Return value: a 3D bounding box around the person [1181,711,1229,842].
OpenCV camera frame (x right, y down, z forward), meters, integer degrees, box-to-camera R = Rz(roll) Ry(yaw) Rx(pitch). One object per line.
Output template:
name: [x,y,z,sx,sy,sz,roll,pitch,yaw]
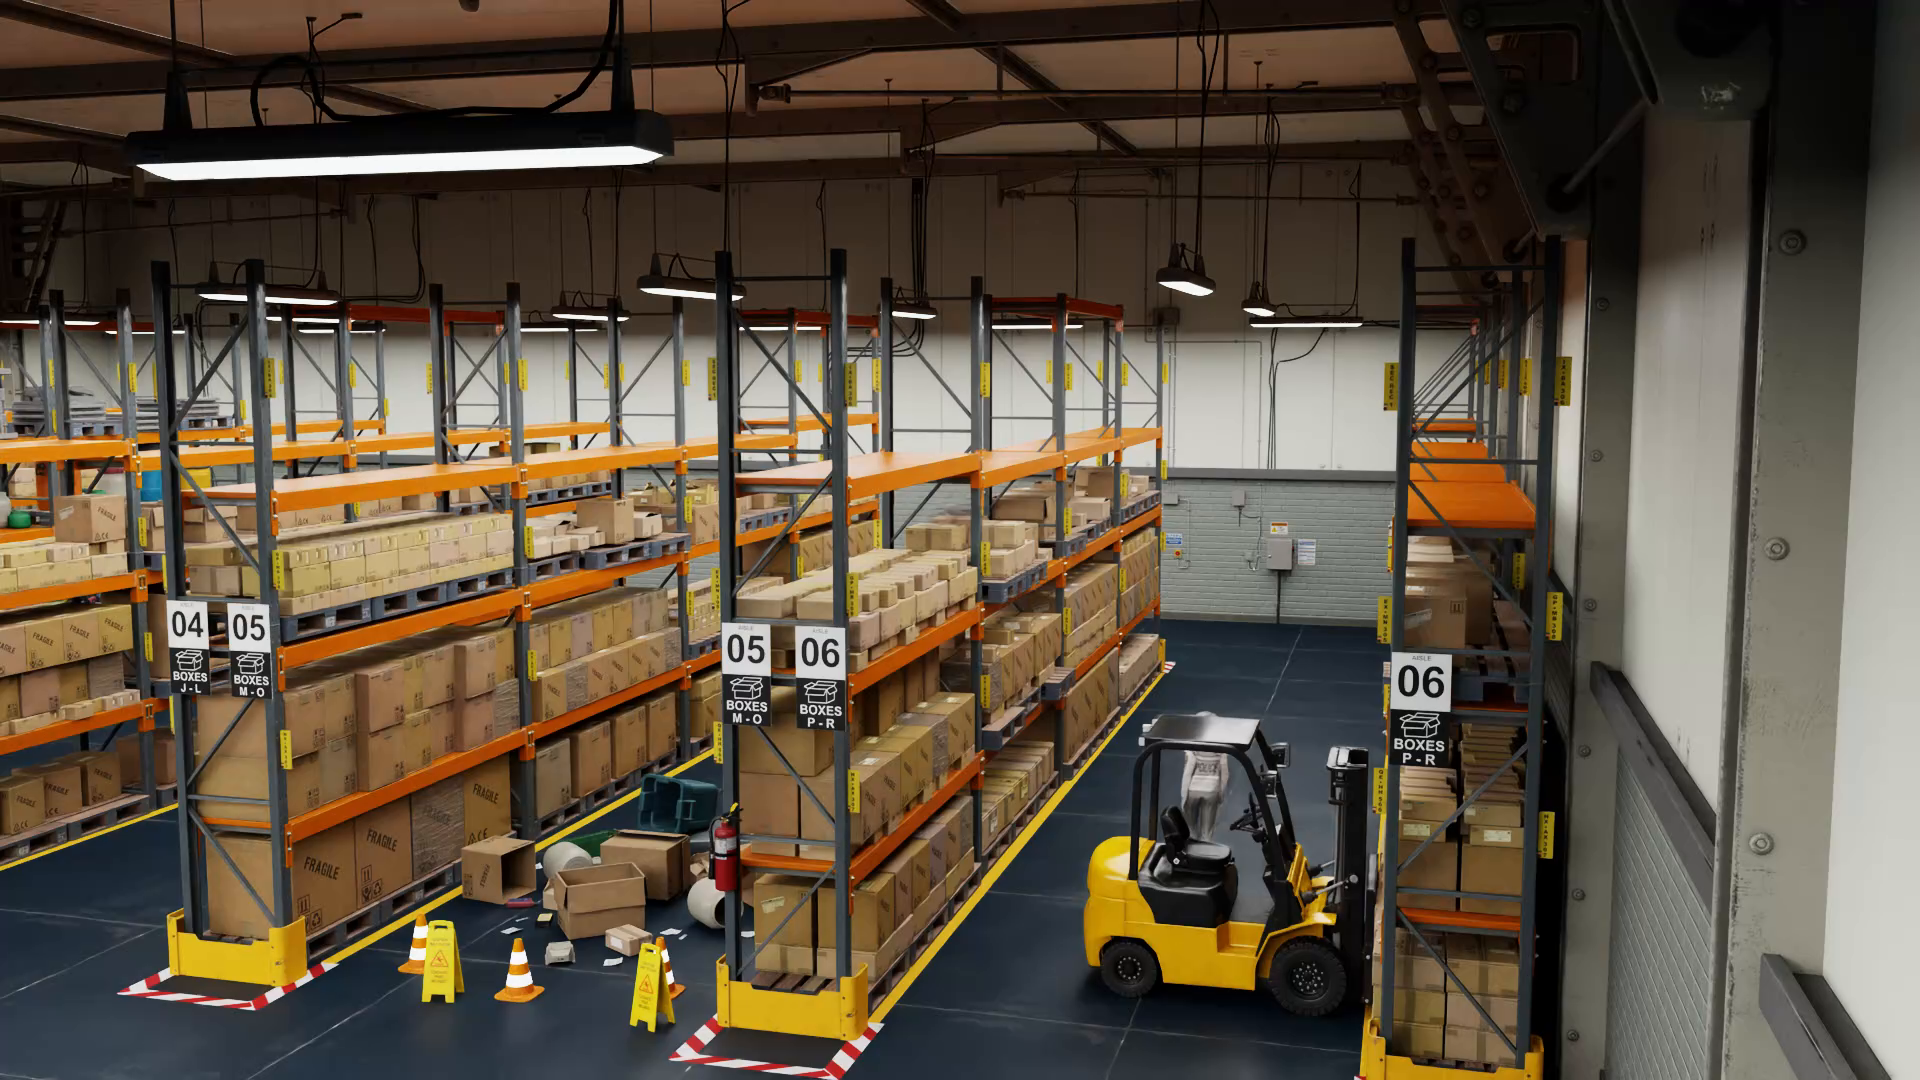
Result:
person: [2.457,2.592,16.699,0.477,1.743,0.580,1,6,8]
